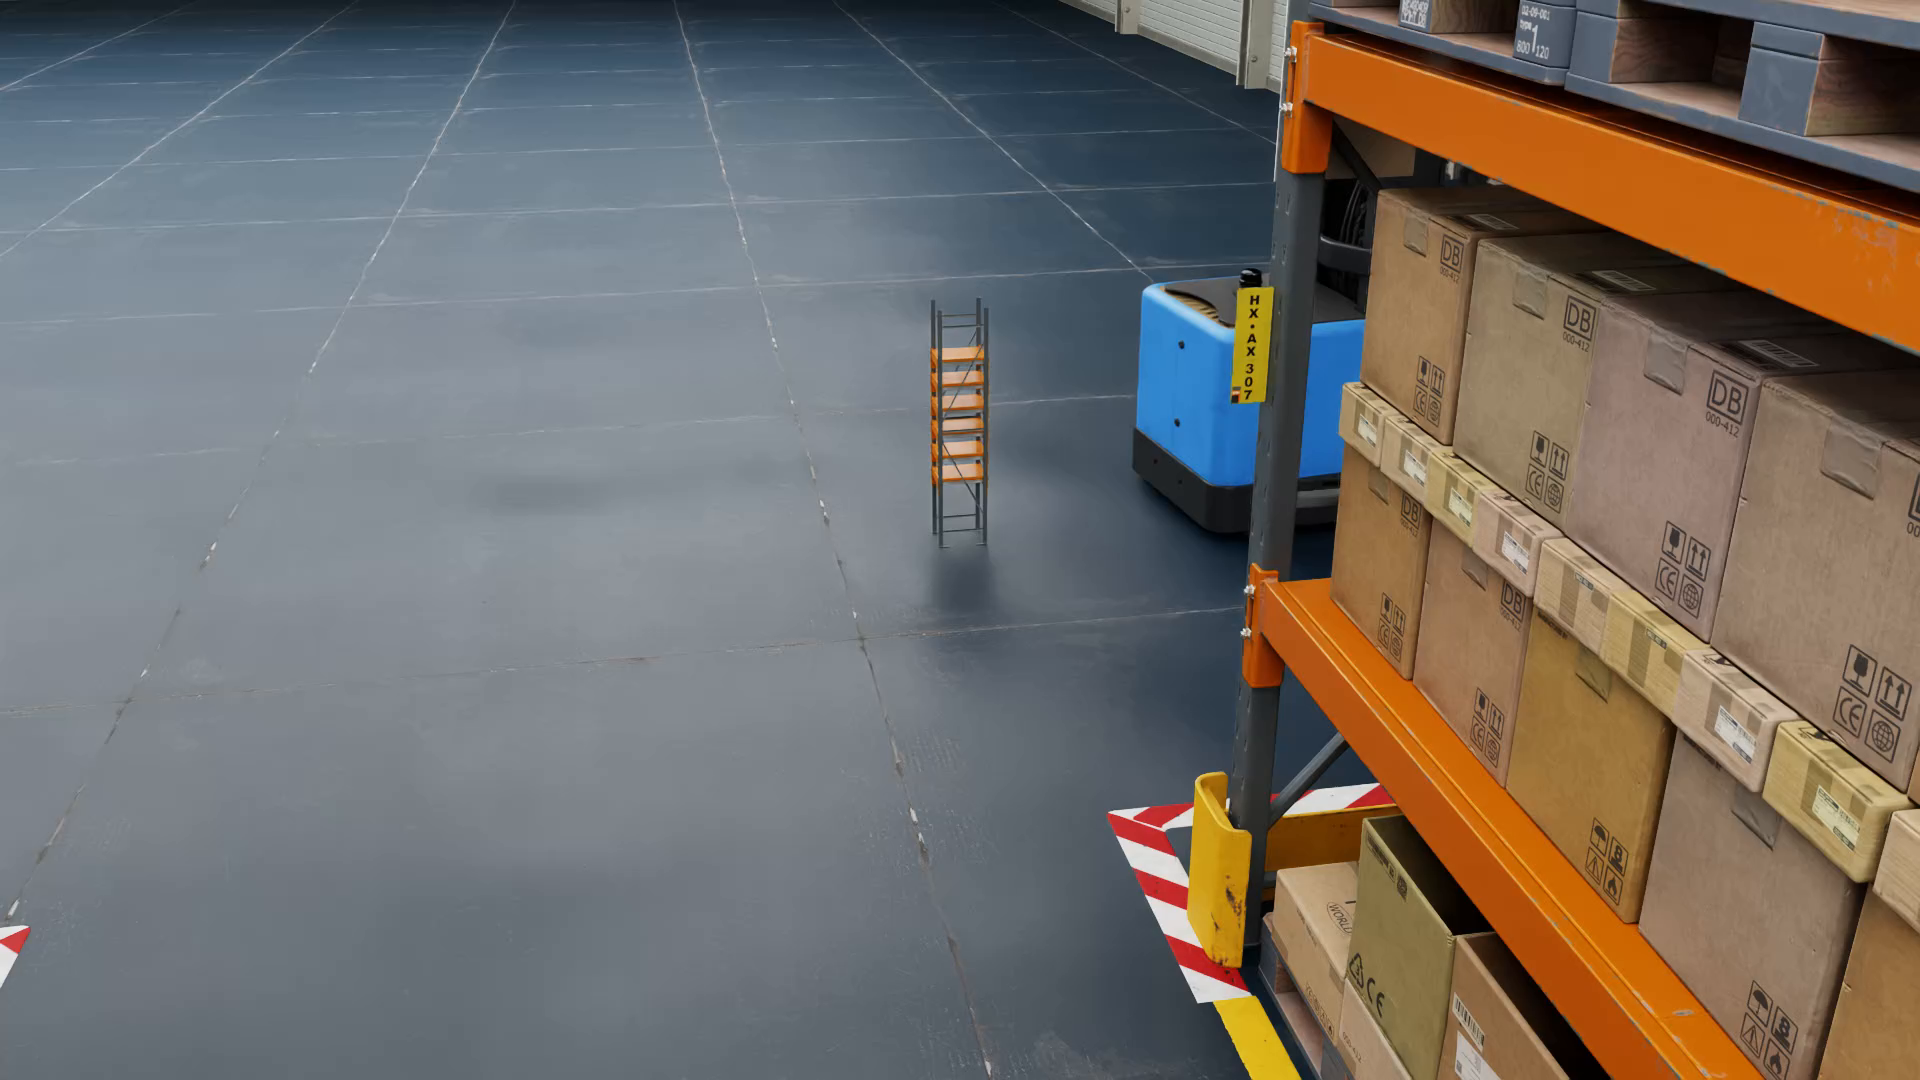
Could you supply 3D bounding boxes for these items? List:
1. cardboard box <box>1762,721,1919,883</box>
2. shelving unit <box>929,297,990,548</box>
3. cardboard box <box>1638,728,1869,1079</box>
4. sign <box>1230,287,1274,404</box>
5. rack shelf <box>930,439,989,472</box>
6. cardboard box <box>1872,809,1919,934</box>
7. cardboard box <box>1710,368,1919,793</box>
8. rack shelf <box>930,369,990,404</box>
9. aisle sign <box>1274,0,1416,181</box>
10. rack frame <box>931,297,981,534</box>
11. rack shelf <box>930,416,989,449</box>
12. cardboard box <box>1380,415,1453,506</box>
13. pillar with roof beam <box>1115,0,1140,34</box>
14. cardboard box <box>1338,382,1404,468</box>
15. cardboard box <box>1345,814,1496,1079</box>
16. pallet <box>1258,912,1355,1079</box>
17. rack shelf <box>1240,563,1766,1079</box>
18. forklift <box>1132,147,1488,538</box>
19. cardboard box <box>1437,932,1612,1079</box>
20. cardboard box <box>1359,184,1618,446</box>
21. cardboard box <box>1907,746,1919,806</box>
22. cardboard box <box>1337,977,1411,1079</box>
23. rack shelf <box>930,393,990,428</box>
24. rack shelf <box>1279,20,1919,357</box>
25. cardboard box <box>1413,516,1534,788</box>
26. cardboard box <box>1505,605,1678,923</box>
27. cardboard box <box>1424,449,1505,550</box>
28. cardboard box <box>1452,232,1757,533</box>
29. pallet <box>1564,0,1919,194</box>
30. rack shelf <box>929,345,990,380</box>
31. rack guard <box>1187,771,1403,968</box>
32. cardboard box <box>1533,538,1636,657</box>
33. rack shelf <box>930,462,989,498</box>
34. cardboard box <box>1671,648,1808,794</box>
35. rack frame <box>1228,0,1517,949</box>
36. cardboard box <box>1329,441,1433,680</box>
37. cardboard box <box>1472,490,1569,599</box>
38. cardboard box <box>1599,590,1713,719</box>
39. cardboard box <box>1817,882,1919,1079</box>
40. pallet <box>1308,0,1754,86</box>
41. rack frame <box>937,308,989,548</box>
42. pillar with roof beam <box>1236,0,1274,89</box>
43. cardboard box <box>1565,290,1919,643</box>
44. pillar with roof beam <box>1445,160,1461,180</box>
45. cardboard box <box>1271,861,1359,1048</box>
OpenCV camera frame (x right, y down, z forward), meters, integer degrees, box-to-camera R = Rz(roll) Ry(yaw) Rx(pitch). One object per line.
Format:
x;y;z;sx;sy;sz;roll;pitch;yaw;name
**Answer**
1.536;0.400;2.650;0.380;0.149;0.250;-4;24;-8;cardboard box
-0.003;-0.556;8.023;0.258;1.200;0.189;-4;24;-10;shelving unit
1.705;0.612;2.975;0.700;0.500;0.500;-4;24;-8;cardboard box
0.796;-0.529;4.534;0.100;0.325;0.005;-4;24;-10;sign
-0.003;-0.405;8.089;0.258;0.103;0.180;-4;24;-10;rack shelf
1.588;0.505;2.412;0.380;0.149;0.250;-4;24;-8;cardboard box
1.715;0.032;2.684;0.700;0.500;0.500;-4;24;-10;cardboard box
-0.003;-0.735;7.945;0.258;0.103;0.180;-4;24;-10;rack shelf
1.029;-1.330;4.298;0.394;0.787;0.004;-4;24;-10;aisle sign
-0.020;-0.592;8.105;0.240;1.200;0.006;-4;24;-10;rack frame
-0.003;-0.515;8.041;0.258;0.103;0.180;-4;24;-10;rack shelf
1.255;-0.204;4.034;0.380;0.149;0.250;-5;24;-11;cardboard box
-1.479;-12.163;24.855;9.100;9.000;0.400;-4;24;-10;pillar with roof beam
1.203;-0.308;4.272;0.380;0.149;0.250;-4;24;-10;cardboard box
1.317;1.013;4.157;0.500;0.500;0.500;-4;24;-10;cardboard box
1.525;1.440;4.688;1.003;0.211;1.213;-4;24;-10;pallet
1.712;0.981;3.154;1.077;0.370;4.000;-4;24;-10;rack shelf
2.500;-1.691;8.460;3.031;2.935;1.130;-8;25;-17;forklift
1.422;1.209;3.709;0.500;0.500;0.500;-4;24;-10;cardboard box
1.426;-0.570;4.061;0.700;0.500;0.500;-4;24;-10;cardboard box
1.807;0.228;2.234;0.700;0.500;0.500;-4;24;-10;cardboard box
1.319;1.356;4.307;0.500;0.250;0.500;-4;24;-10;cardboard box
-0.003;-0.625;7.993;0.258;0.103;0.180;-4;24;-10;rack shelf
1.712;-0.393;2.554;1.077;0.370;4.000;-4;24;-10;rack shelf
1.518;0.210;3.897;0.700;0.500;0.500;-4;24;-8;cardboard box
1.604;0.406;3.448;0.700;0.500;0.500;-4;24;-9;cardboard box
1.299;-0.106;3.809;0.380;0.149;0.250;-4;24;-10;cardboard box
1.528;-0.364;3.589;0.700;0.500;0.500;-5;24;-11;cardboard box
1.676;-0.708;2.487;1.003;0.211;1.213;-4;24;-10;pallet
-0.003;-0.845;7.897;0.258;0.103;0.180;-4;24;-10;rack shelf
1.338;1.001;5.333;1.175;0.500;0.348;-4;24;-10;rack guard
1.396;0.098;3.342;0.380;0.149;0.250;-5;24;-12;cardboard box
-0.003;-0.295;8.137;0.258;0.103;0.180;-4;24;-10;rack shelf
1.486;0.297;2.887;0.380;0.149;0.250;-4;24;-9;cardboard box
1.342;-0.135;4.811;1.000;3.000;0.127;-4;24;-10;rack frame
1.416;0.004;4.369;0.700;0.500;0.500;-4;24;-10;cardboard box
1.344;-0.007;3.582;0.380;0.149;0.250;-5;24;-11;cardboard box
1.443;0.199;3.112;0.380;0.149;0.250;-5;24;-10;cardboard box
1.801;0.814;2.514;0.700;0.500;0.500;-4;24;-9;cardboard box
1.447;-1.189;3.588;1.003;0.211;1.213;-4;24;-10;pallet
0.014;-0.520;7.940;0.240;1.200;0.006;-4;24;-10;rack frame
-0.370;-9.802;19.451;9.100;9.000;0.400;-4;24;-10;pillar with roof beam
1.622;-0.165;3.135;0.700;0.500;0.500;-4;24;-10;cardboard box
0.739;-7.442;14.047;9.100;9.000;0.400;-4;24;-10;pillar with roof beam
1.223;1.160;4.757;0.500;0.250;0.500;-4;24;-10;cardboard box
